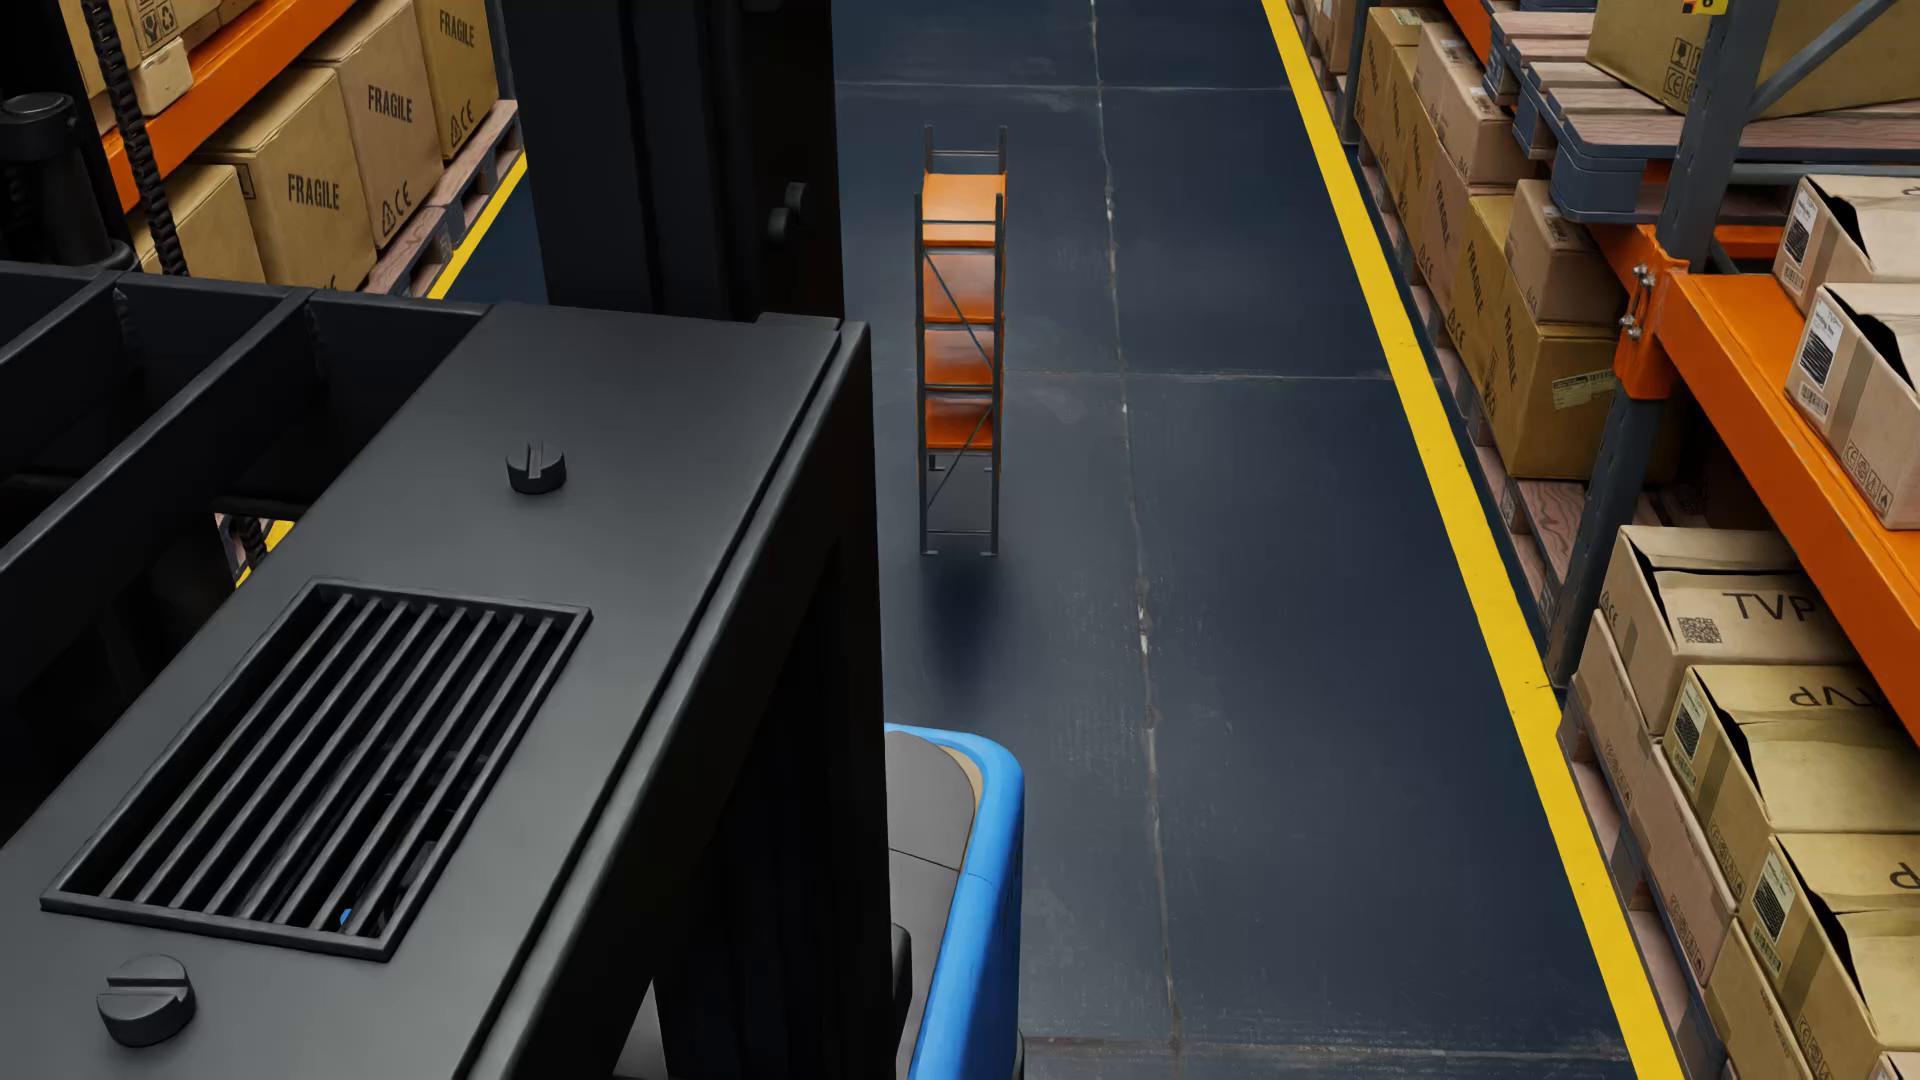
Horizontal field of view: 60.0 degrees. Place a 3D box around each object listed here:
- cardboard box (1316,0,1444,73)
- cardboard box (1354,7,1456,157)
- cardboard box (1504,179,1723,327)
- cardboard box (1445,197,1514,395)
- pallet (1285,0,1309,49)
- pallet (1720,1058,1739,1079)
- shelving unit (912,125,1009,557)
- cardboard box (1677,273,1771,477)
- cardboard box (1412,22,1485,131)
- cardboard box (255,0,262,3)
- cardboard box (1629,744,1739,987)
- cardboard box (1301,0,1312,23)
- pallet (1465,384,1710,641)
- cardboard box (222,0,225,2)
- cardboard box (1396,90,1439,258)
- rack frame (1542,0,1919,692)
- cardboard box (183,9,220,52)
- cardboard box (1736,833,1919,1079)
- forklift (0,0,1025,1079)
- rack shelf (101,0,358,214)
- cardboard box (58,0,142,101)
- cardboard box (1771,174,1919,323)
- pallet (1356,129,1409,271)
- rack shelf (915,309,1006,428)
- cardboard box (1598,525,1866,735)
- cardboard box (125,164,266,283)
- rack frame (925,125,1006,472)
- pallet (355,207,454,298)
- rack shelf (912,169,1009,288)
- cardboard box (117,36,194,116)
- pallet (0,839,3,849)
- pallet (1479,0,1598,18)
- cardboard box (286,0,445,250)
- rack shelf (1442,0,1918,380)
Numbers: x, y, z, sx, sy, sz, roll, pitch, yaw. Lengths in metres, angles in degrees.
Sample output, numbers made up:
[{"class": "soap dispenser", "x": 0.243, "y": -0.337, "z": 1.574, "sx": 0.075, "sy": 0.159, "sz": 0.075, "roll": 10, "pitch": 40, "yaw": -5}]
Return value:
[{"class": "cardboard box", "x": 2.060, "y": -2.617, "z": 8.156, "sx": 0.500, "sy": 0.500, "sz": 0.500, "roll": 1, "pitch": 35, "yaw": 2}, {"class": "cardboard box", "x": 2.058, "y": -2.010, "z": 7.293, "sx": 0.500, "sy": 0.500, "sz": 0.500, "roll": 0, "pitch": 35, "yaw": 0}, {"class": "cardboard box", "x": 1.961, "y": -0.867, "z": 5.013, "sx": 0.500, "sy": 0.250, "sz": 0.500, "roll": 3, "pitch": 35, "yaw": 4}, {"class": "cardboard box", "x": 1.984, "y": -0.825, "z": 5.606, "sx": 0.500, "sy": 0.500, "sz": 0.500, "roll": 0, "pitch": 35, "yaw": 0}, {"class": "pallet", "x": 2.395, "y": -3.082, "z": 9.451, "sx": 1.003, "sy": 0.211, "sz": 1.213, "roll": 1, "pitch": 35, "yaw": 2}, {"class": "pallet", "x": 2.036, "y": 1.485, "z": 2.954, "sx": 1.003, "sy": 0.211, "sz": 1.213, "roll": 1, "pitch": 35, "yaw": 2}, {"class": "shelving unit", "x": 0.007, "y": -0.586, "z": 5.040, "sx": 0.258, "sy": 1.200, "sz": 0.503, "roll": 1, "pitch": 35, "yaw": 2}, {"class": "cardboard box", "x": 2.479, "y": -0.540, "z": 5.201, "sx": 0.500, "sy": 0.500, "sz": 0.500, "roll": 0, "pitch": 35, "yaw": 0}, {"class": "cardboard box", "x": 2.017, "y": -1.743, "z": 6.260, "sx": 0.500, "sy": 0.250, "sz": 0.500, "roll": 1, "pitch": 35, "yaw": 2}, {"class": "cardboard box", "x": -2.495, "y": -1.910, "z": 5.560, "sx": 0.380, "sy": 0.149, "sz": 0.250, "roll": 2, "pitch": 35, "yaw": 2}, {"class": "cardboard box", "x": 1.826, "y": 0.709, "z": 3.659, "sx": 0.500, "sy": 0.250, "sz": 0.500, "roll": 0, "pitch": 35, "yaw": 1}, {"class": "cardboard box", "x": 2.090, "y": -2.970, "z": 8.823, "sx": 0.500, "sy": 0.311, "sz": 0.500, "roll": 1, "pitch": 35, "yaw": 2}, {"class": "pallet", "x": 2.228, "y": -0.114, "z": 5.229, "sx": 1.003, "sy": 0.211, "sz": 1.213, "roll": 1, "pitch": 35, "yaw": 2}, {"class": "cardboard box", "x": -2.463, "y": -1.969, "z": 5.080, "sx": 0.500, "sy": 0.500, "sz": 0.500, "roll": 1, "pitch": 35, "yaw": 2}, {"class": "cardboard box", "x": 2.020, "y": -1.417, "z": 6.448, "sx": 0.500, "sy": 0.500, "sz": 0.500, "roll": 2, "pitch": 35, "yaw": 2}, {"class": "rack frame", "x": 2.160, "y": -0.827, "z": 3.818, "sx": 1.000, "sy": 3.000, "sz": 0.127, "roll": 1, "pitch": 35, "yaw": 2}, {"class": "cardboard box", "x": -2.543, "y": -1.621, "z": 5.148, "sx": 0.380, "sy": 0.149, "sz": 0.250, "roll": 2, "pitch": 35, "yaw": 3}, {"class": "cardboard box", "x": 1.810, "y": 0.786, "z": 3.062, "sx": 0.500, "sy": 0.311, "sz": 0.500, "roll": 0, "pitch": 35, "yaw": 1}, {"class": "forklift", "x": -0.649, "y": 0.806, "z": 1.554, "sx": 1.130, "sy": 2.935, "sz": 3.031, "roll": 6, "pitch": 36, "yaw": 9}, {"class": "rack shelf", "x": -2.710, "y": -1.794, "z": 5.820, "sx": 1.077, "sy": 0.370, "sz": 4.000, "roll": 1, "pitch": 35, "yaw": 2}, {"class": "cardboard box", "x": -2.515, "y": -1.383, "z": 4.247, "sx": 0.500, "sy": 0.500, "sz": 0.500, "roll": 2, "pitch": 35, "yaw": 3}, {"class": "cardboard box", "x": 2.102, "y": -0.583, "z": 3.548, "sx": 0.500, "sy": 0.311, "sz": 0.500, "roll": 3, "pitch": 35, "yaw": 5}, {"class": "pallet", "x": 2.326, "y": -1.516, "z": 7.224, "sx": 1.003, "sy": 0.211, "sz": 1.213, "roll": 1, "pitch": 35, "yaw": 2}, {"class": "rack shelf", "x": 0.007, "y": -0.531, "z": 5.079, "sx": 0.258, "sy": 0.148, "sz": 0.480, "roll": 1, "pitch": 35, "yaw": 2}, {"class": "cardboard box", "x": 1.845, "y": 0.191, "z": 3.908, "sx": 0.500, "sy": 0.311, "sz": 0.500, "roll": 2, "pitch": 35, "yaw": 3}, {"class": "cardboard box", "x": -2.629, "y": -0.651, "z": 5.072, "sx": 0.750, "sy": 0.750, "sz": 0.750, "roll": 1, "pitch": 35, "yaw": 1}, {"class": "rack frame", "x": 0.016, "y": -0.726, "z": 5.240, "sx": 0.240, "sy": 1.200, "sz": 0.015, "roll": 1, "pitch": 35, "yaw": 2}, {"class": "pallet", "x": -2.631, "y": -0.949, "z": 6.417, "sx": 1.003, "sy": 0.211, "sz": 1.213, "roll": 1, "pitch": 35, "yaw": 2}, {"class": "rack shelf", "x": 0.007, "y": -0.907, "z": 4.814, "sx": 0.258, "sy": 0.148, "sz": 0.480, "roll": 1, "pitch": 35, "yaw": 2}, {"class": "cardboard box", "x": -2.431, "y": -1.324, "z": 4.726, "sx": 0.380, "sy": 0.149, "sz": 0.250, "roll": 2, "pitch": 35, "yaw": 3}, {"class": "pallet", "x": -2.823, "y": 0.650, "z": 4.141, "sx": 1.003, "sy": 0.211, "sz": 1.213, "roll": 1, "pitch": 35, "yaw": 2}, {"class": "pallet", "x": 2.233, "y": -1.866, "z": 5.463, "sx": 1.003, "sy": 0.211, "sz": 1.213, "roll": 1, "pitch": 35, "yaw": 2}, {"class": "cardboard box", "x": -2.558, "y": -1.643, "z": 6.483, "sx": 0.750, "sy": 0.750, "sz": 0.750, "roll": 2, "pitch": 35, "yaw": 3}, {"class": "rack shelf", "x": 2.240, "y": -1.682, "z": 5.660, "sx": 1.077, "sy": 0.370, "sz": 4.000, "roll": 1, "pitch": 35, "yaw": 2}]
